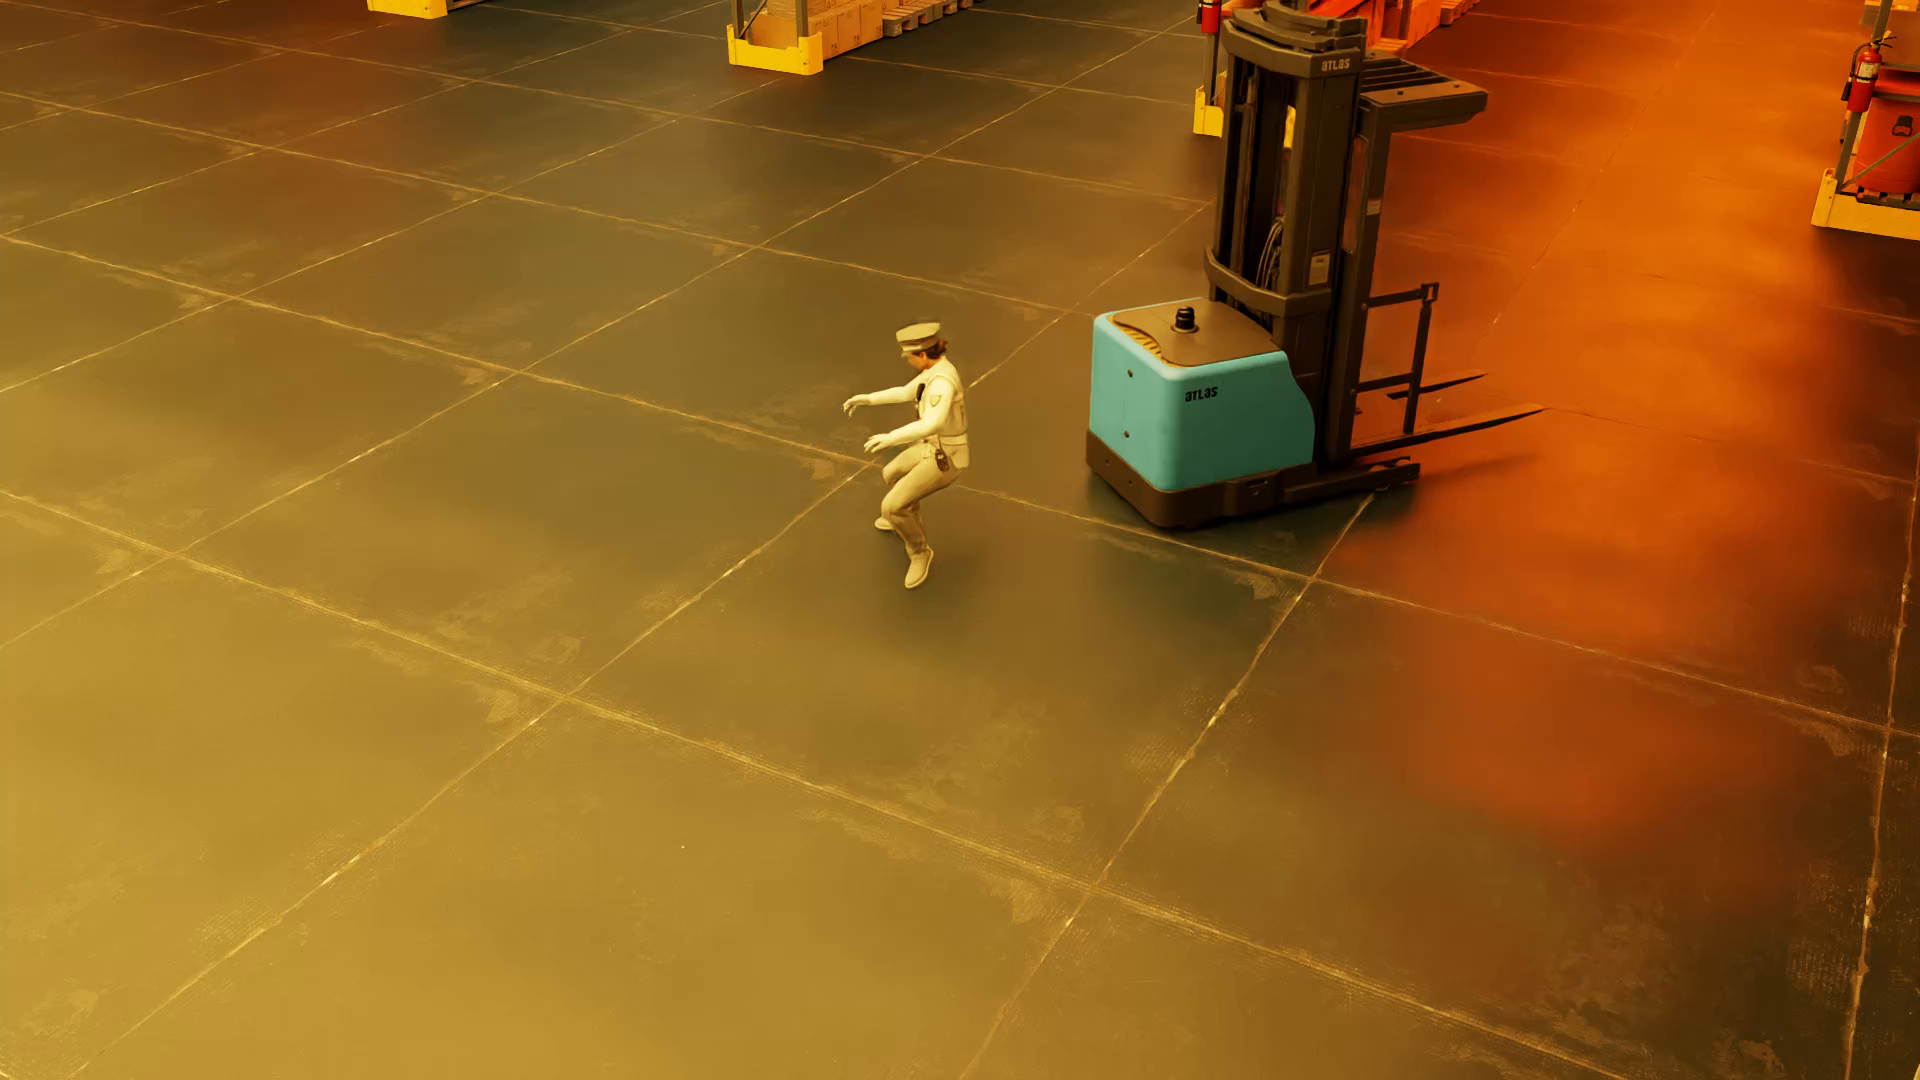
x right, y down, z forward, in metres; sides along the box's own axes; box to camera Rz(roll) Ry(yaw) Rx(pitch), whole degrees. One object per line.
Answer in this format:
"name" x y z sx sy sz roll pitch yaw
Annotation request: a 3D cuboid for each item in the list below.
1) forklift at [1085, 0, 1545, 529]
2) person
"forklift" 2.376 -1.807 10.202 3.031 2.935 1.130 -12 32 -20
"person" -0.302 -0.519 9.452 0.716 1.449 0.934 -1 30 -2
